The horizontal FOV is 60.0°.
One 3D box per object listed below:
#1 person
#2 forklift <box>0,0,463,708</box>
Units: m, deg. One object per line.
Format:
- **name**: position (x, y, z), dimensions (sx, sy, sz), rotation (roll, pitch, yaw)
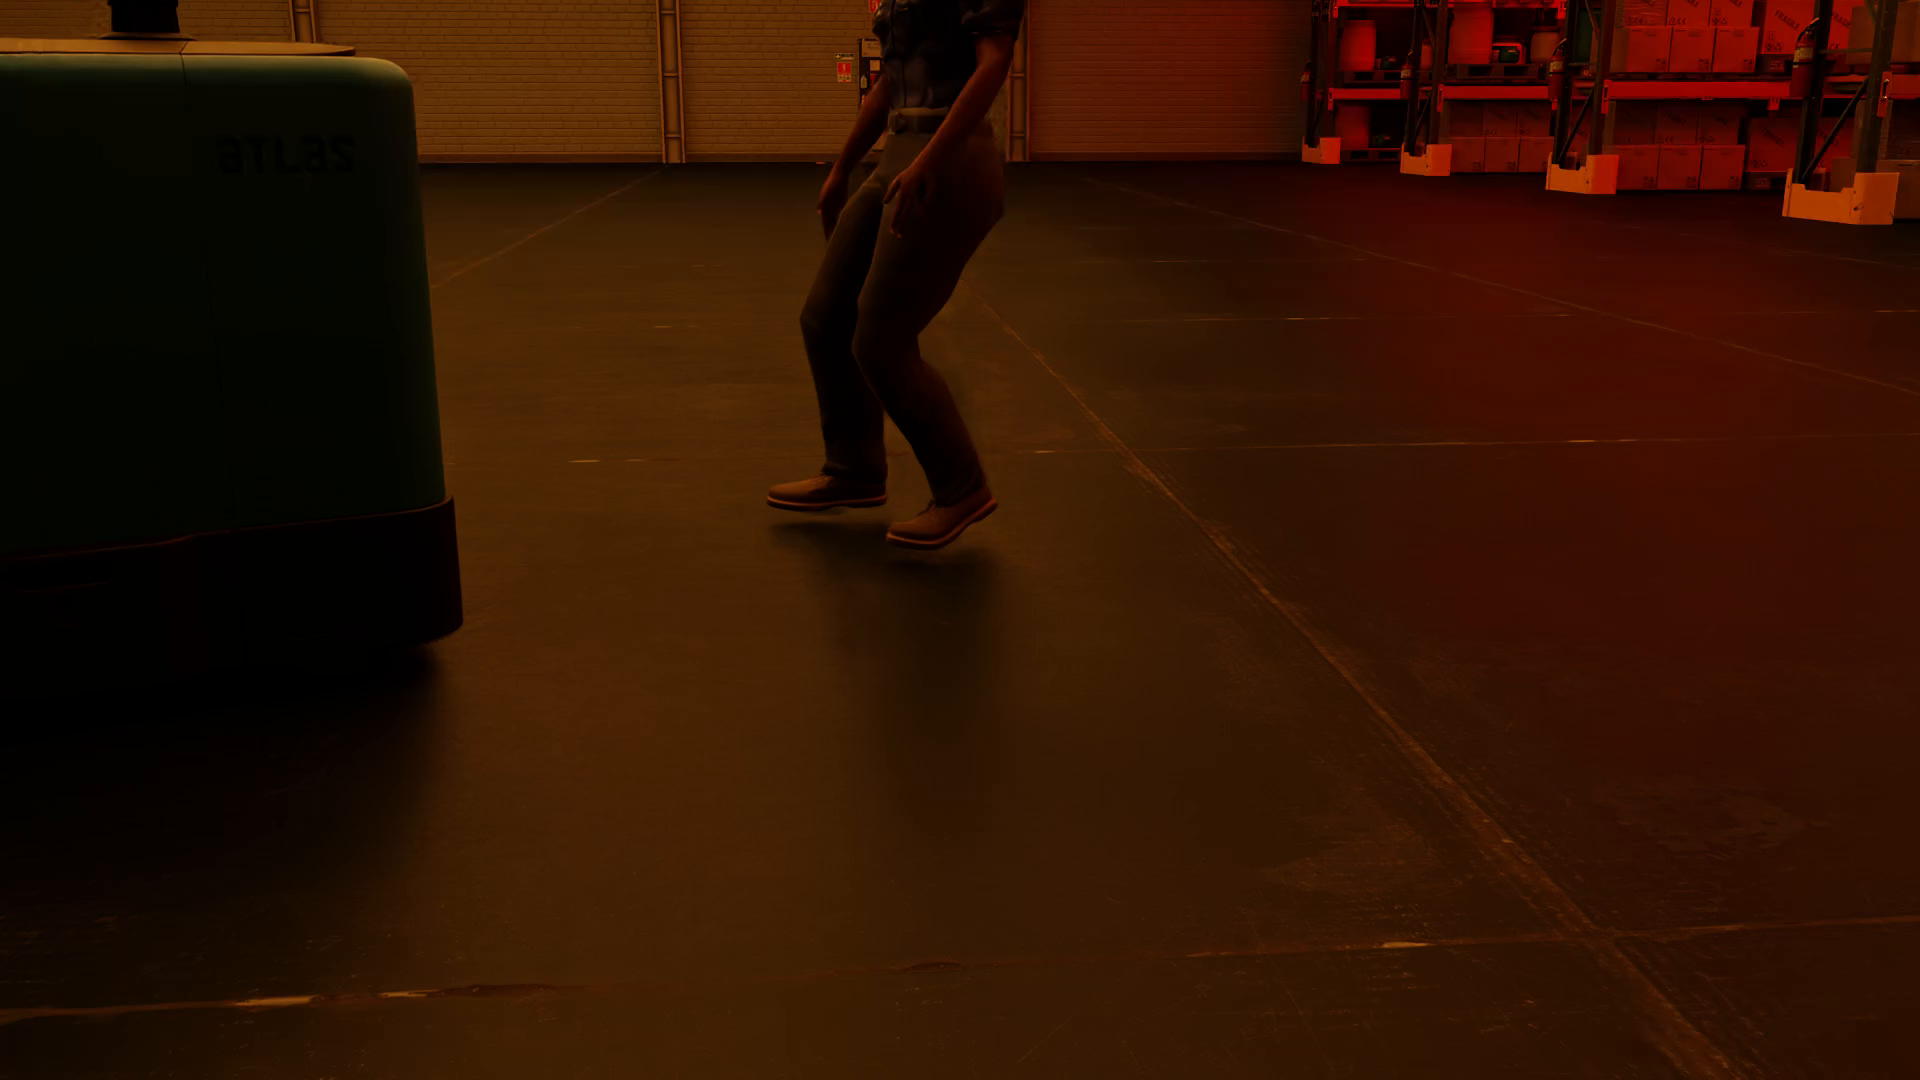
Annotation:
- **person**: position (-0.148, -0.795, 3.685), dimensions (0.479, 1.604, 0.655), rotation (-6, 16, -20)
- **forklift**: position (-2.464, -1.119, 2.425), dimensions (3.031, 2.935, 1.130), rotation (-7, 16, -26)
